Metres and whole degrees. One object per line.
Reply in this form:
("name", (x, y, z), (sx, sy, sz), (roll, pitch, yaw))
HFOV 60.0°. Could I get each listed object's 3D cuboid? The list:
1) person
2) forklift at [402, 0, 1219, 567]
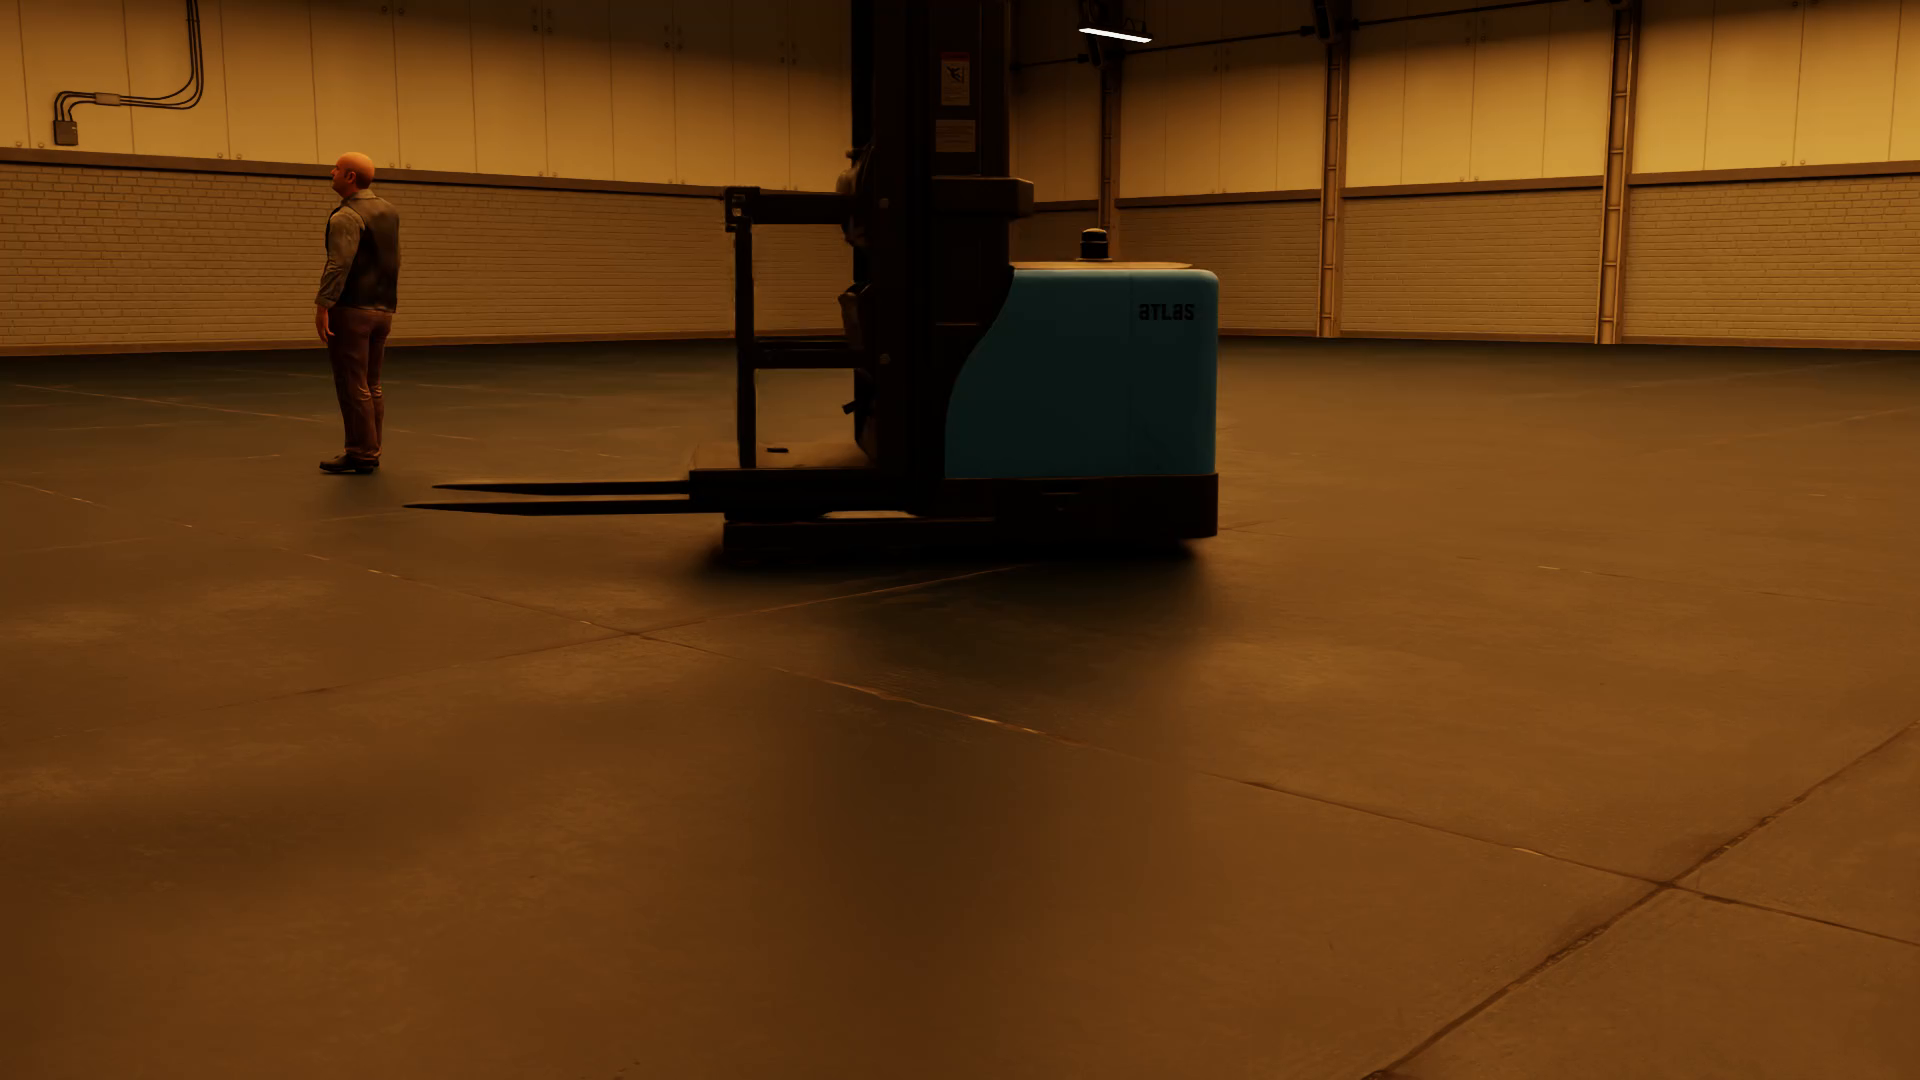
("person", (-3.352, -1.235, 9.090), (0.570, 1.719, 0.632), (2, 9, 12))
("forklift", (-0.575, -1.434, 6.395), (3.031, 2.935, 1.130), (-1, 9, -8))
